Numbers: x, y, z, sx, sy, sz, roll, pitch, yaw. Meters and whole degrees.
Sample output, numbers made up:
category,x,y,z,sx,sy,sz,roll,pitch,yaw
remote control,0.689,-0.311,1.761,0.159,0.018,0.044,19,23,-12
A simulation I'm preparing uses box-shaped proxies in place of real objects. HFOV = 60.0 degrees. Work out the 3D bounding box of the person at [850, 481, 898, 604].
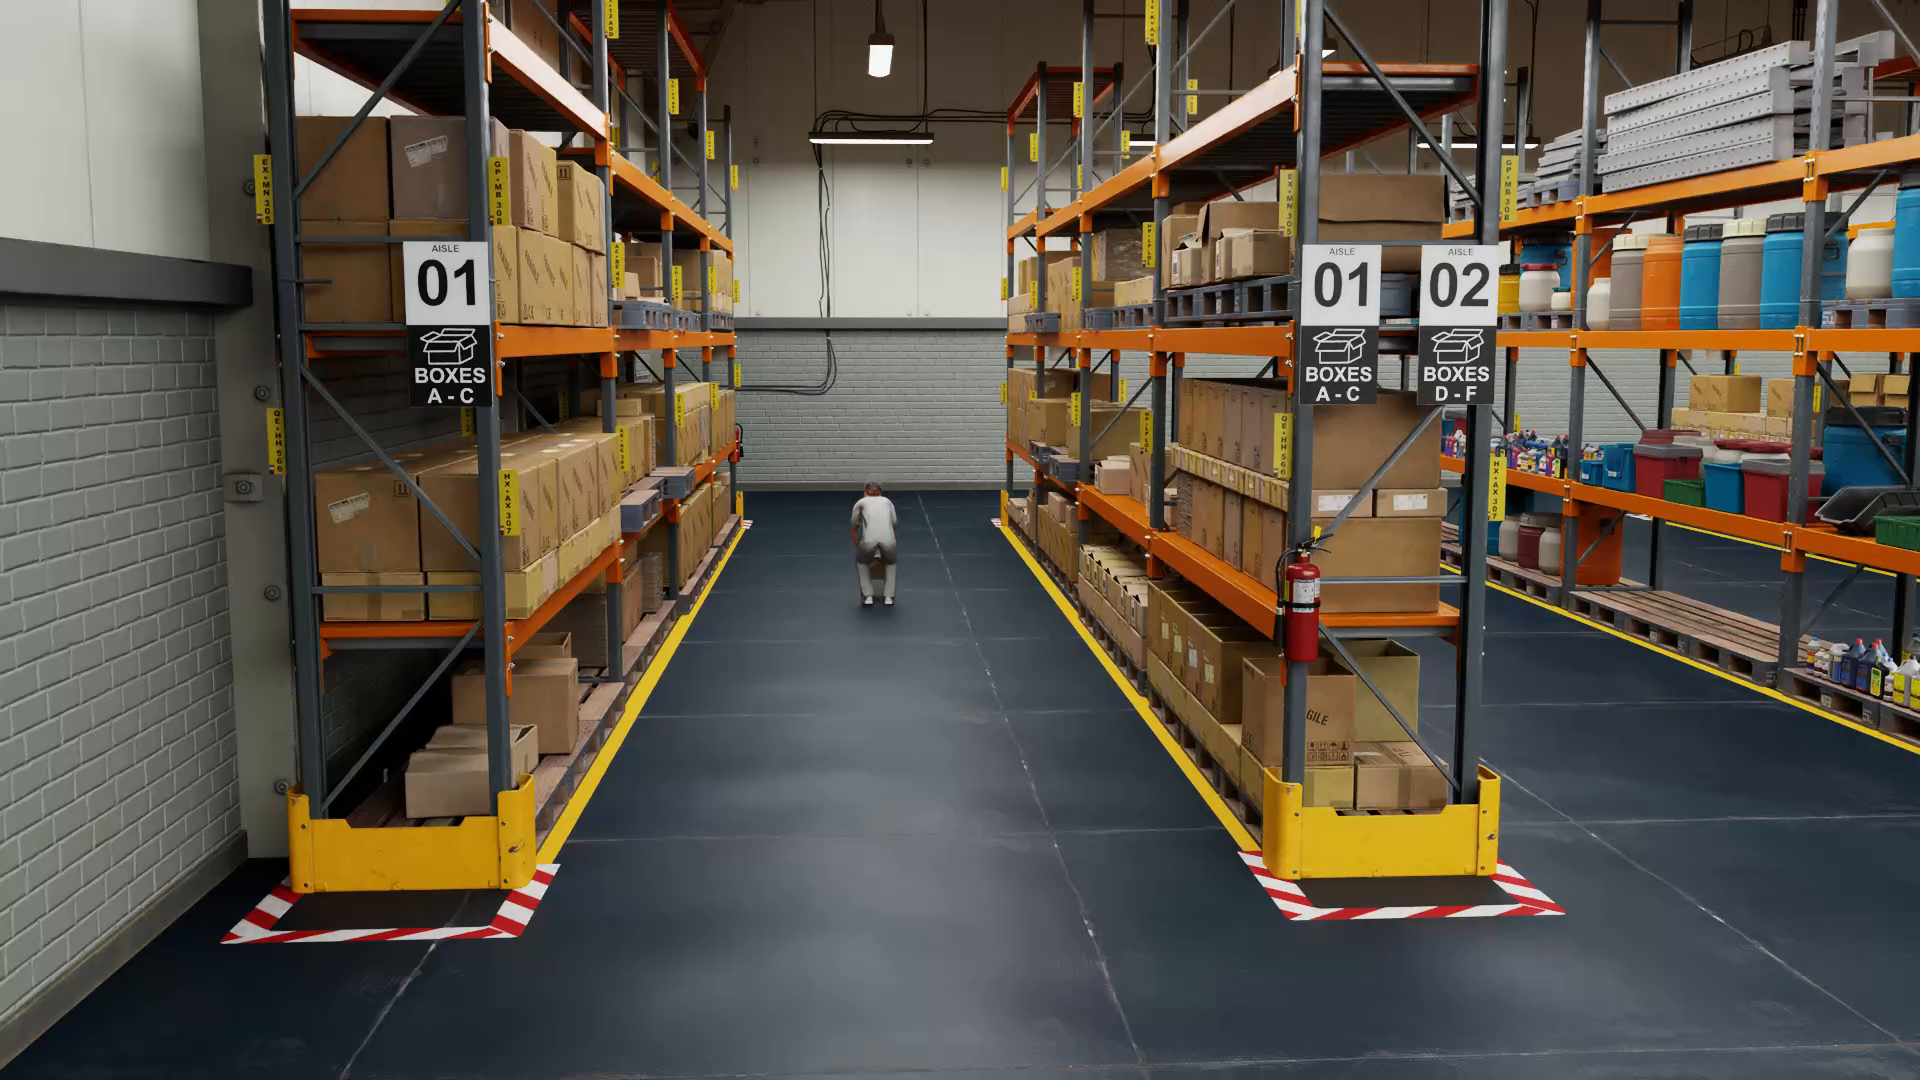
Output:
category,x,y,z,sx,sy,sz,roll,pitch,yaw
person,-0.890,0.032,17.270,0.494,1.249,0.705,0,7,-4
